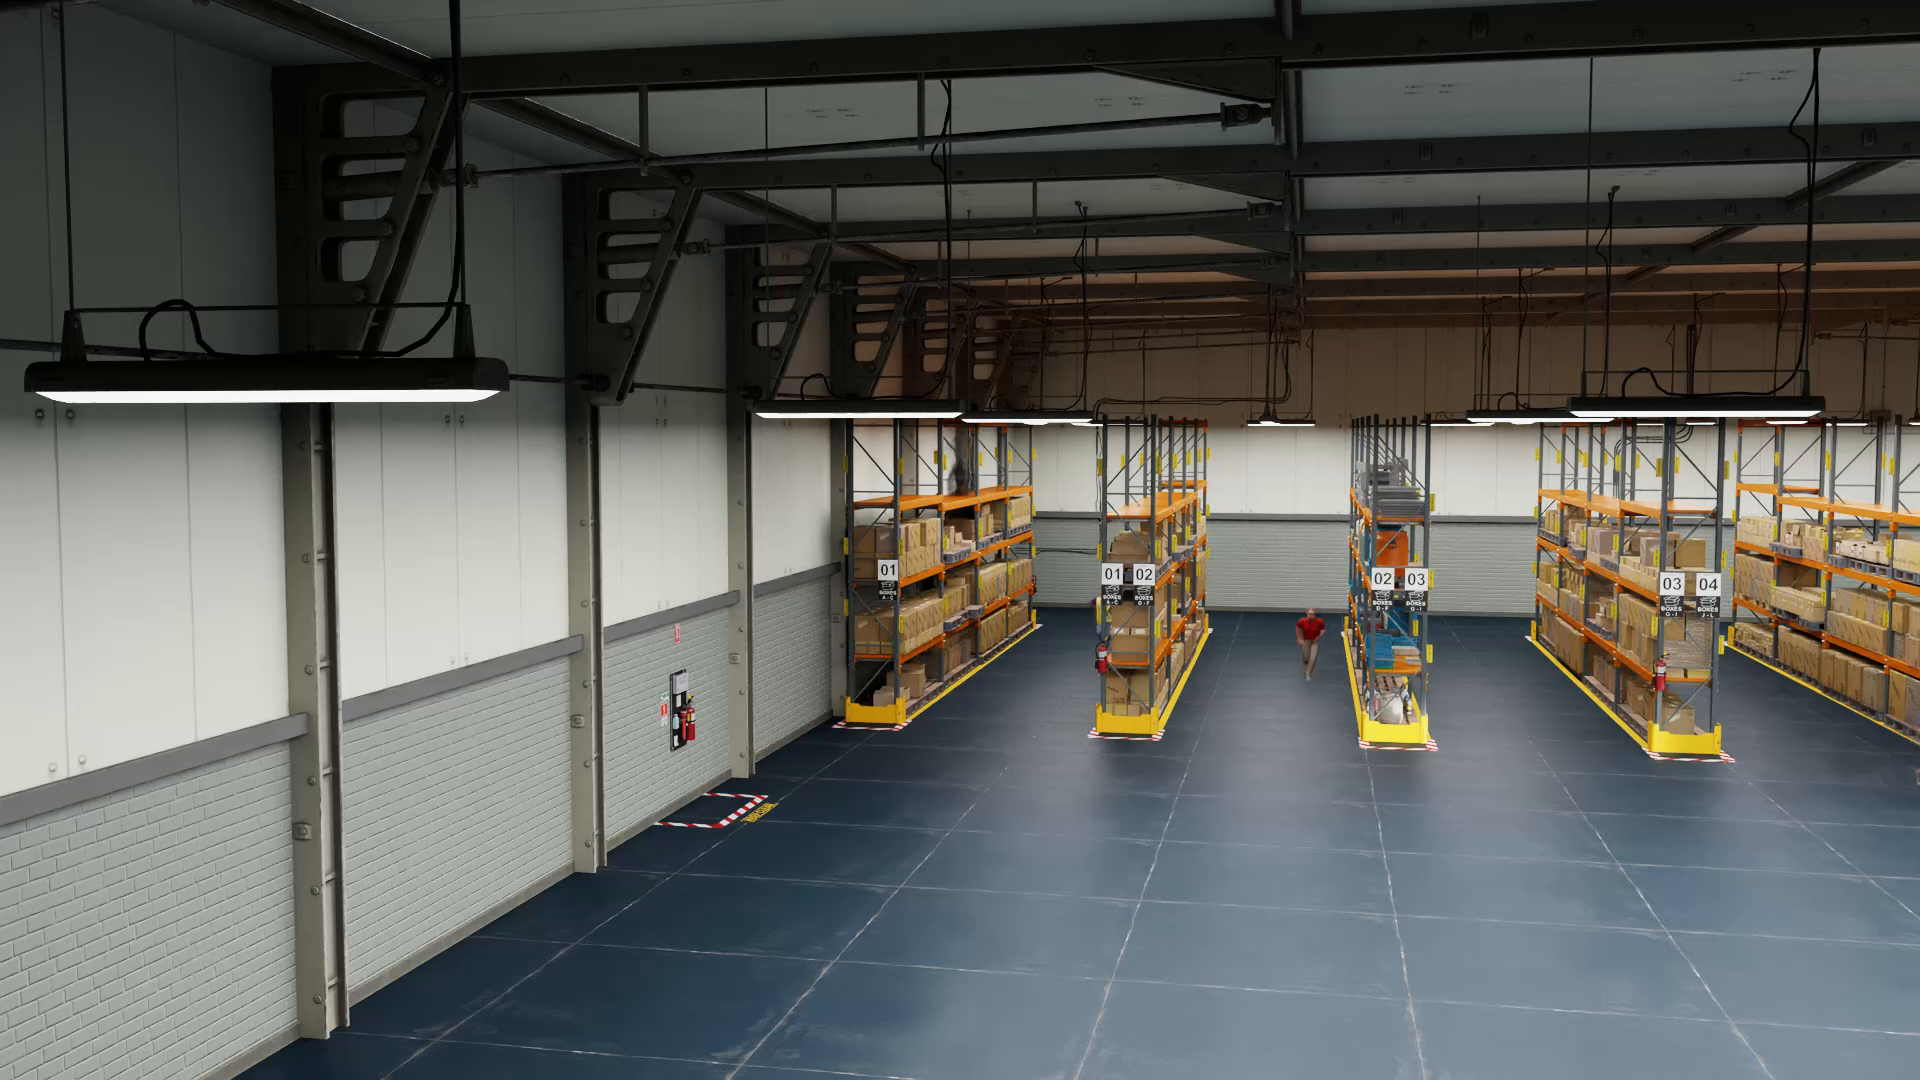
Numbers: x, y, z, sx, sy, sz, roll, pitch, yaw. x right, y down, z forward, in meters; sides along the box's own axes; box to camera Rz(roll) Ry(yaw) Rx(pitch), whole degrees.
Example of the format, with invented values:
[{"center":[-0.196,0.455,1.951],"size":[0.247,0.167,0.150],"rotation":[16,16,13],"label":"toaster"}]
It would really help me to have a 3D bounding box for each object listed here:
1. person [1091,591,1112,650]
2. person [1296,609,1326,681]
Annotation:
[{"center":[3.624,2.061,41.973],"size":[0.682,1.679,0.878],"rotation":[1,4,11],"label":"person"},{"center":[8.020,2.385,38.073],"size":[0.659,1.668,0.779],"rotation":[0,4,6],"label":"person"}]
